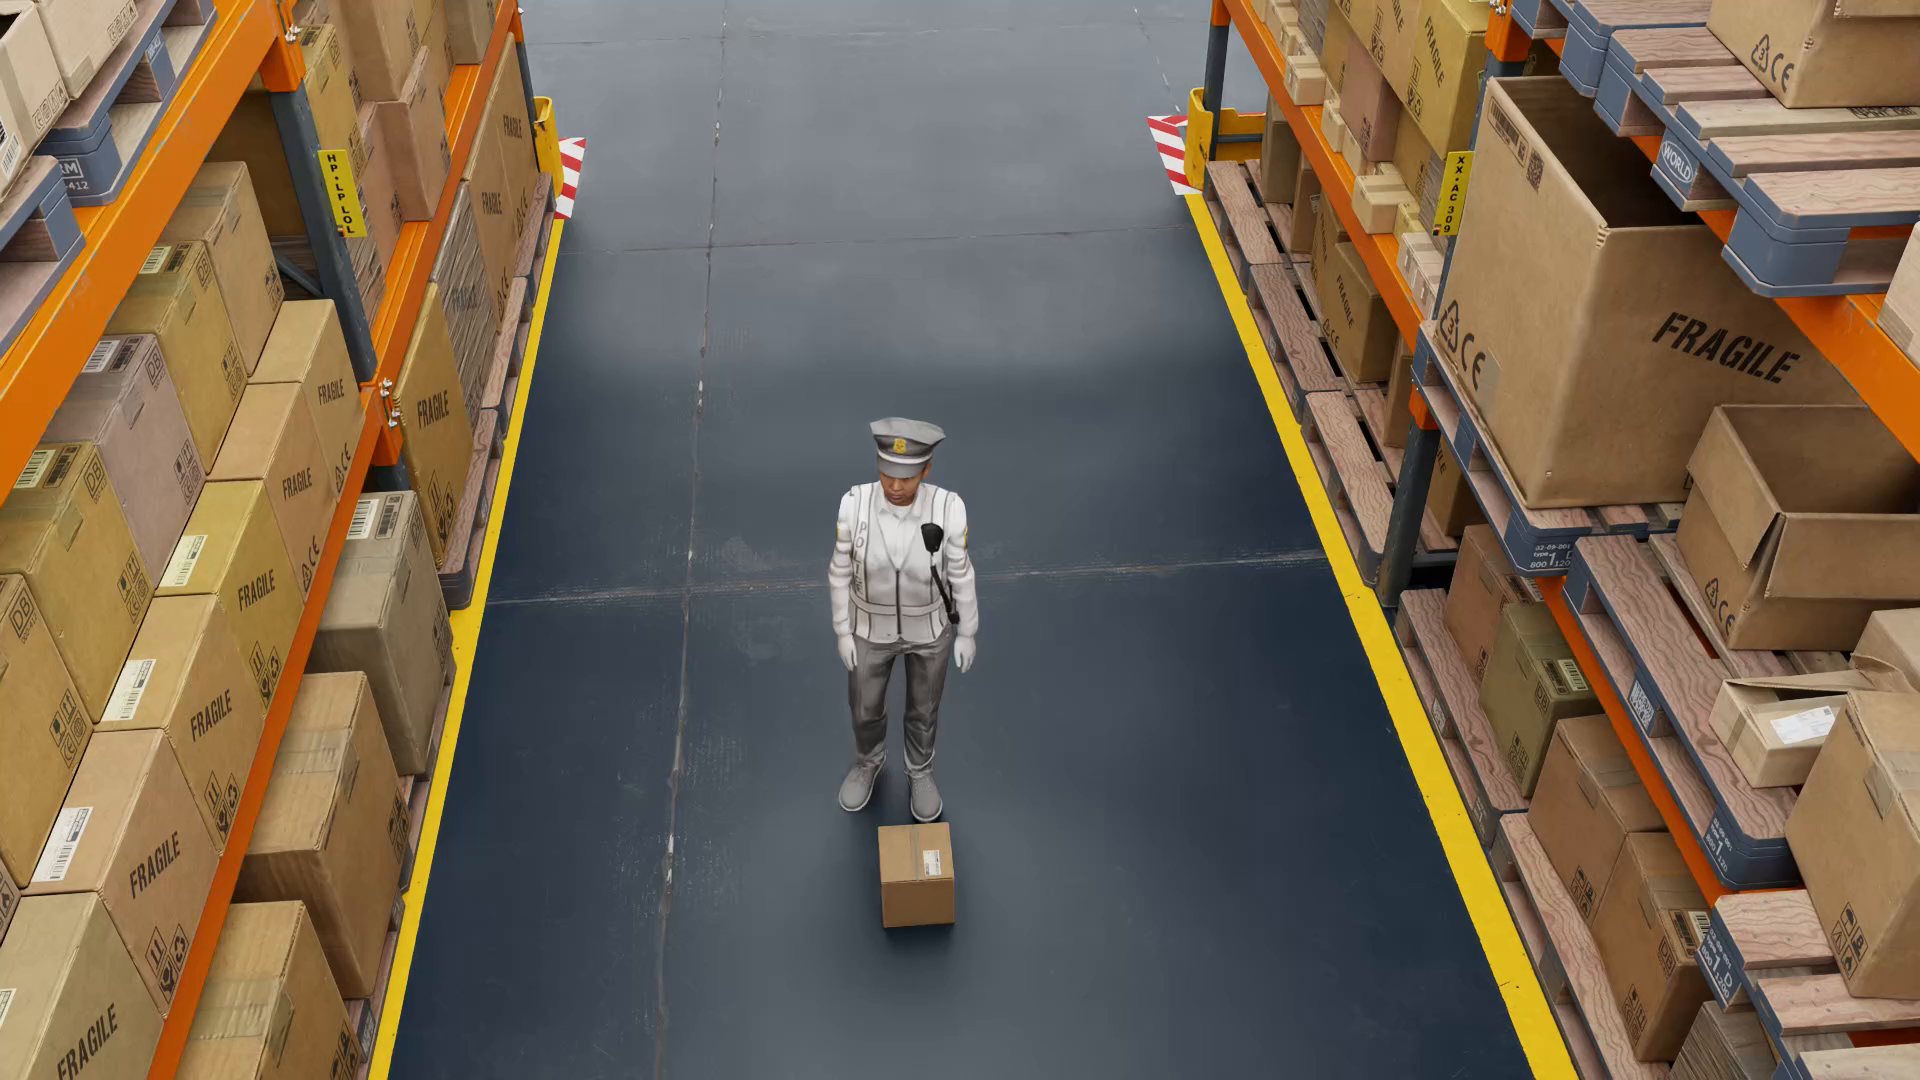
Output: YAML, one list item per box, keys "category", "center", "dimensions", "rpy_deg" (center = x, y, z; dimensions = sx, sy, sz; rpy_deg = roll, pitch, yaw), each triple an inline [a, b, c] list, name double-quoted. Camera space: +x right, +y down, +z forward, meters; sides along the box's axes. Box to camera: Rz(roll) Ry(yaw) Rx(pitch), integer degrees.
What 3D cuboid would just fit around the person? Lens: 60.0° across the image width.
- category: "person"
  center: [-0.197, 0.305, 5.757]
  dimensions: [0.521, 1.710, 0.350]
  rpy_deg: [0, 39, 0]
